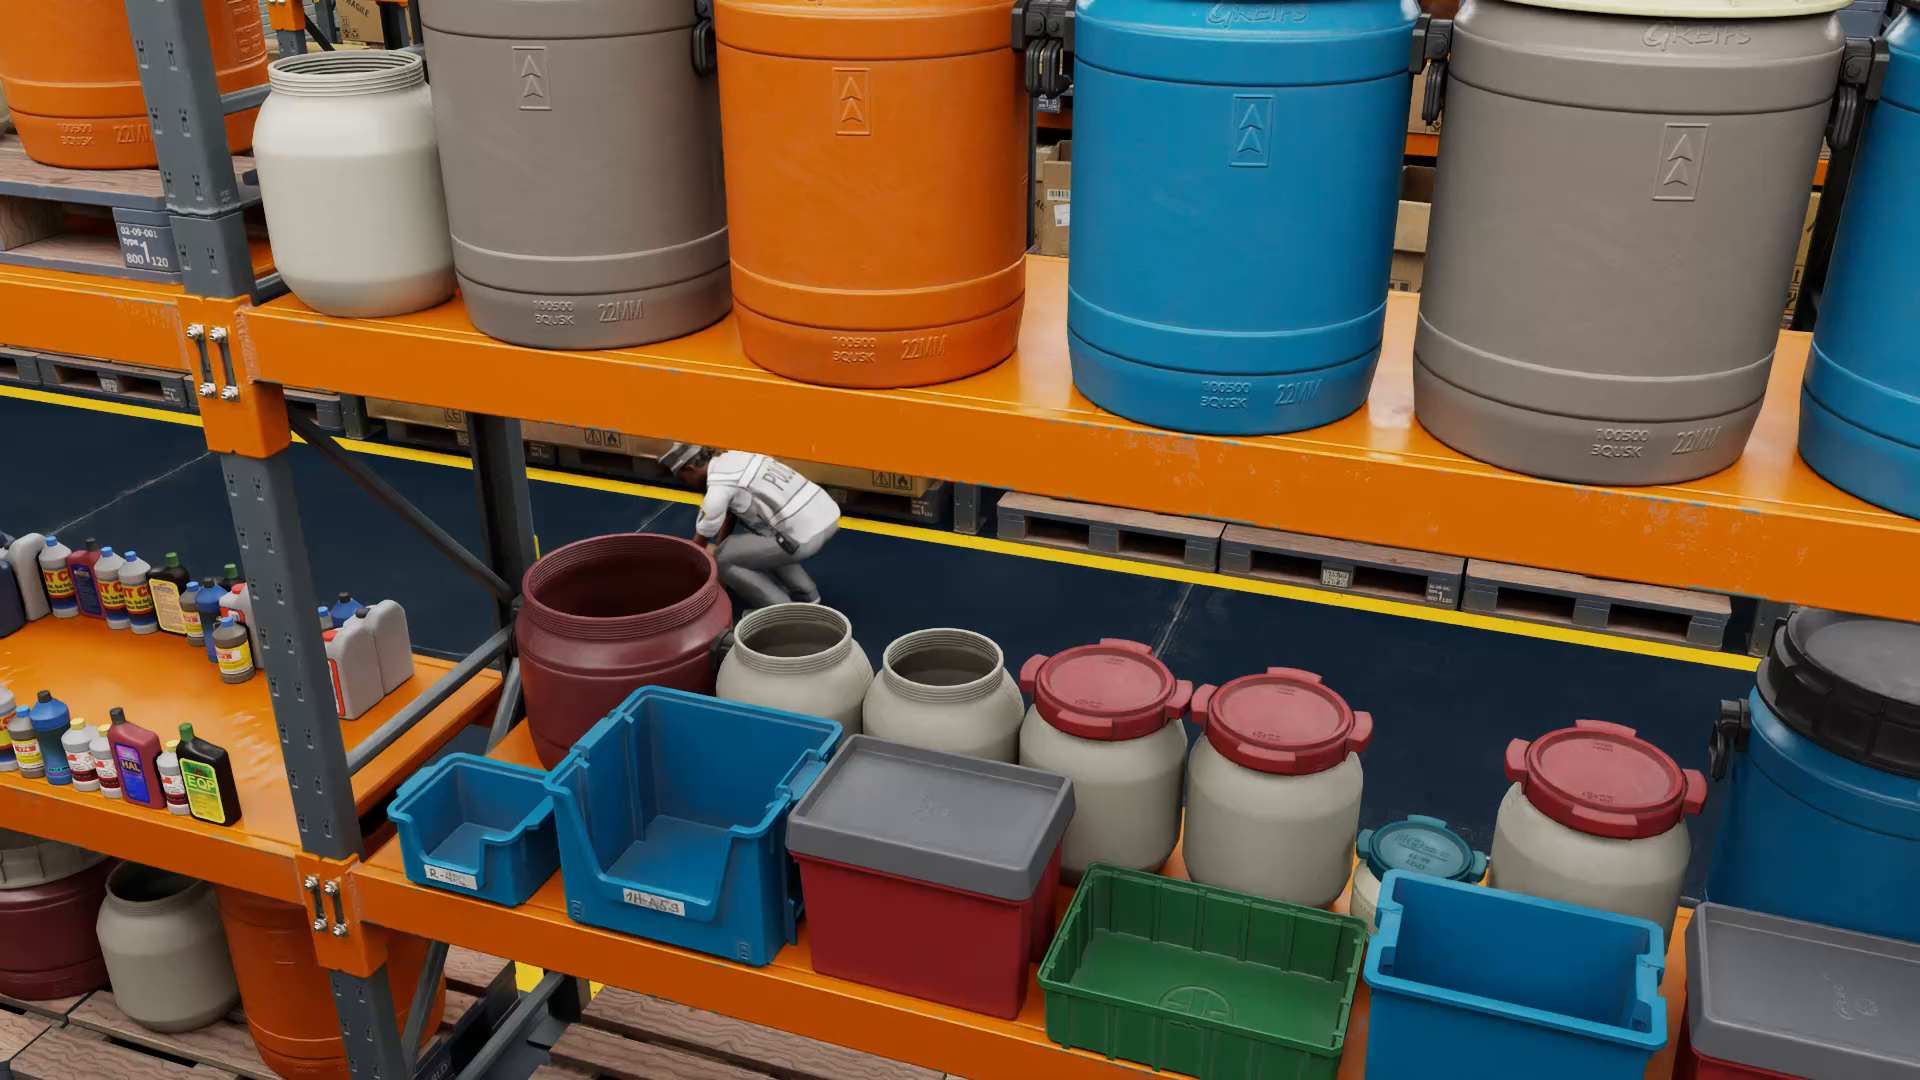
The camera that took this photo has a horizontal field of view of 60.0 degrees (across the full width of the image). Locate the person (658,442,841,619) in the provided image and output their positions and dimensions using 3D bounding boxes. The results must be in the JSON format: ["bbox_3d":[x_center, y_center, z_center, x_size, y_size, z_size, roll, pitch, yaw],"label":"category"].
[{"bbox_3d":[-1.019,-0.068,8.099,0.863,0.930,0.480,9,27,17],"label":"person"}]
